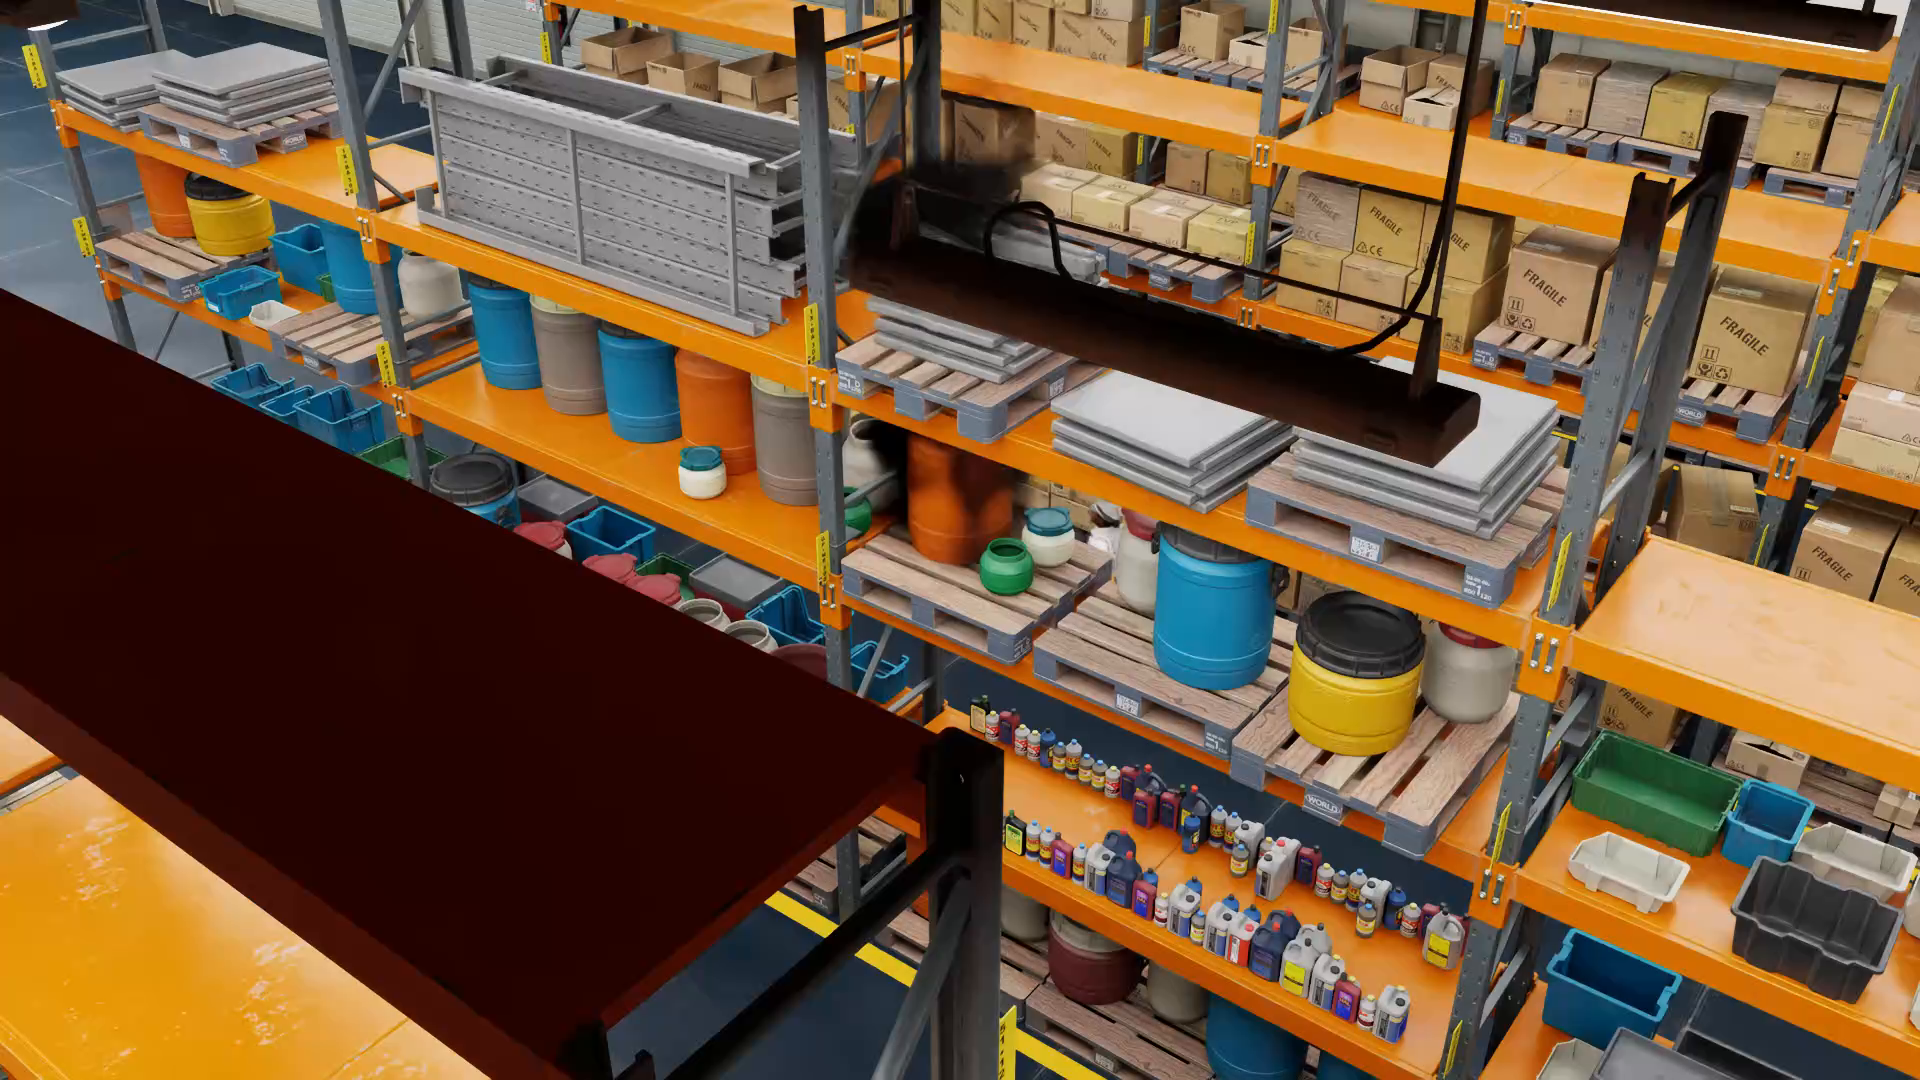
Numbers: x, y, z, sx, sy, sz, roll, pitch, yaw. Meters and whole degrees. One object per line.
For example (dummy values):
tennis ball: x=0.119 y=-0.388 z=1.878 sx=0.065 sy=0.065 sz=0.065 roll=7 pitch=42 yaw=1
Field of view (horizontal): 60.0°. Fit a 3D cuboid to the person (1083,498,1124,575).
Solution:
person: x=1.146 y=0.388 z=13.090 sx=0.578 sy=1.657 sz=0.582 roll=16 pitch=35 yaw=24
